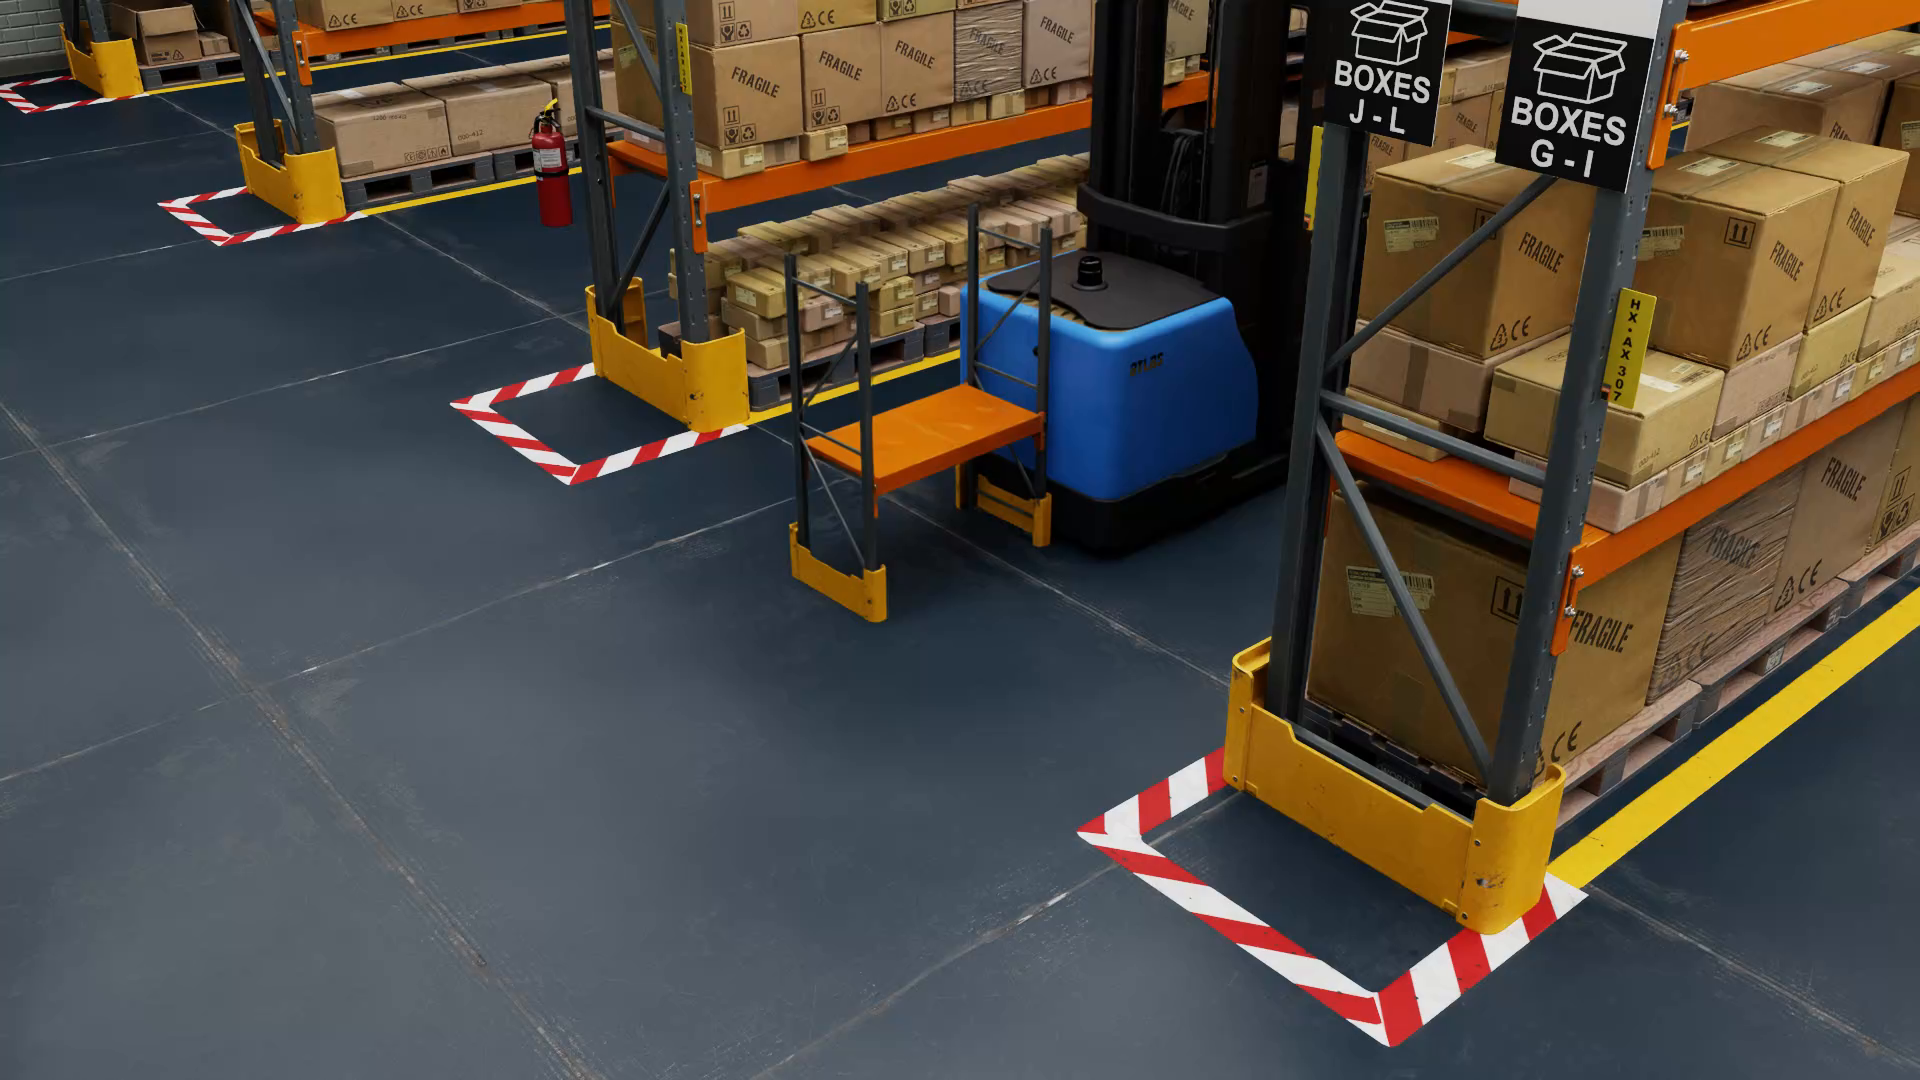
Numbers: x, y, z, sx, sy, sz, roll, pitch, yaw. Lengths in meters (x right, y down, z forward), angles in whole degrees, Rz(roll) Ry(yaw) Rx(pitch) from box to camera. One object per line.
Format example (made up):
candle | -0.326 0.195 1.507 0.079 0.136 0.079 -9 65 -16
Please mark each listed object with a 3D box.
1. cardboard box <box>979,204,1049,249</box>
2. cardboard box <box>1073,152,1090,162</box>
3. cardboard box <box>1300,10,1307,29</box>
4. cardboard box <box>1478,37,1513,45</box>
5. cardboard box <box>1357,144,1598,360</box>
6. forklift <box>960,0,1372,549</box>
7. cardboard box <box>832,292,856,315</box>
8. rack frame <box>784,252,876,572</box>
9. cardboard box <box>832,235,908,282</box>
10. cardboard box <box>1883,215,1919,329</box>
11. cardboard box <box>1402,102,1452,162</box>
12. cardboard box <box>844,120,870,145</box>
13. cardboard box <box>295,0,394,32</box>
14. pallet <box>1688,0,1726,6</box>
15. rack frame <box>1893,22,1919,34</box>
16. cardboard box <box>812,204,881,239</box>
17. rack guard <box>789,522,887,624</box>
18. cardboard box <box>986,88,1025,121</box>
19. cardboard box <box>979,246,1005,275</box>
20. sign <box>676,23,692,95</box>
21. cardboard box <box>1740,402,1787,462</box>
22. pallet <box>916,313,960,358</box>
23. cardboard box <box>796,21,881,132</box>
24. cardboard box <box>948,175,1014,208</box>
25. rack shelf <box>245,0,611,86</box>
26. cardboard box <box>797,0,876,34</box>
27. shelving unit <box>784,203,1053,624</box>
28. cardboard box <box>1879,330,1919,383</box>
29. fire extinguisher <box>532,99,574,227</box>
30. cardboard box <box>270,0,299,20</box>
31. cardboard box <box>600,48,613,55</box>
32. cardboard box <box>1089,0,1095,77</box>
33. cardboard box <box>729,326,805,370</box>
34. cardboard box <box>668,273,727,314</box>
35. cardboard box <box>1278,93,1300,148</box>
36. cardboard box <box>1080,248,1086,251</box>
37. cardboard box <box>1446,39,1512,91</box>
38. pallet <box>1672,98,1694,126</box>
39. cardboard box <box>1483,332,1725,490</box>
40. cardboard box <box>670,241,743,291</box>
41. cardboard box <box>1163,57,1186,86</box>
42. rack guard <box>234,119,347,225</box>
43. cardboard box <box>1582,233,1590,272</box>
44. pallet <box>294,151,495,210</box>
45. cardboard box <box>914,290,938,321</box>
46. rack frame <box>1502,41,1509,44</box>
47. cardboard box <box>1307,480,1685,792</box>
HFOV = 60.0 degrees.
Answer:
cardboard box | 0.321 -1.901 10.072 0.250 0.149 0.380 -23 36 -37
cardboard box | 0.971 -2.497 11.188 0.250 0.149 0.380 -20 34 -33
cardboard box | 2.173 -3.455 10.853 0.250 0.149 0.380 -21 35 -34
cardboard box | 4.932 -3.909 13.823 0.750 0.750 1.050 -22 35 -36
cardboard box | 1.667 -0.944 5.382 0.500 0.500 0.500 -21 35 -34
forklift | 1.410 -1.834 8.073 3.031 2.935 1.130 -24 36 -37
cardboard box | -0.736 -1.412 9.473 0.250 0.149 0.380 -21 35 -34
rack frame | -0.534 -0.415 6.936 0.032 1.500 0.500 -24 36 -37
cardboard box | -0.515 -1.607 9.523 0.250 0.149 0.380 -24 36 -37
cardboard box | 3.564 -1.049 6.374 0.500 0.250 0.500 -21 35 -34
cardboard box | 3.291 -3.024 12.433 0.500 0.500 0.500 -24 36 -37
cardboard box | -0.702 -2.269 9.080 0.250 0.149 0.380 -20 34 -33
cardboard box | -4.414 -3.946 11.846 0.500 0.500 0.500 -22 35 -35
pallet | 2.025 -1.819 4.883 1.213 0.211 1.003 -22 35 -35
rack frame | 4.510 -1.528 7.428 0.127 3.000 1.000 -22 35 -35
cardboard box | -0.688 -1.897 10.065 0.250 0.149 0.380 -20 34 -33
rack guard | -0.533 0.136 7.231 0.087 0.250 0.587 -24 36 -37
cardboard box | 0.160 -2.552 9.609 0.250 0.149 0.380 -21 35 -34
cardboard box | 0.061 -1.743 10.093 0.250 0.149 0.380 -20 34 -33
sign | -1.323 -2.301 7.956 0.005 0.325 0.100 -22 35 -35
cardboard box | 2.538 -0.422 5.624 0.250 0.149 0.380 -23 35 -36
pallet | -0.049 -1.515 10.360 1.213 0.211 1.003 -22 35 -35
cardboard box | -0.764 -2.501 8.825 0.500 0.500 0.500 -22 35 -35
cardboard box | 0.132 -2.202 10.637 0.250 0.149 0.380 -21 35 -34
rack shelf | -3.444 -4.153 13.101 4.000 0.370 1.077 -22 35 -35
cardboard box | -0.782 -2.929 8.566 0.500 0.500 0.500 -21 34 -34
shelving unit | -0.167 -0.575 7.234 1.083 1.500 0.587 -24 36 -37
cardboard box | 3.319 -0.736 6.212 0.250 0.149 0.380 -21 35 -34
fire extinguisher | -2.166 -2.004 8.795 0.183 0.674 0.296 -22 35 -35
cardboard box | -4.770 -4.145 12.217 0.500 0.500 0.500 -22 35 -35
cardboard box | -2.469 -3.983 14.294 0.875 0.438 0.875 -22 35 -36
cardboard box | 0.787 -3.105 9.957 0.500 0.500 0.500 -23 36 -36
cardboard box | -1.069 -1.088 9.182 0.250 0.149 0.380 -21 35 -34
cardboard box | -1.459 -1.437 9.520 0.250 0.149 0.380 -23 36 -36
cardboard box | 2.101 -2.883 11.373 0.500 0.250 0.500 -24 36 -37
cardboard box | 0.600 -1.833 10.577 0.250 0.149 0.380 -23 36 -36
cardboard box | 4.061 -3.672 12.849 0.500 0.250 0.500 -23 36 -36
pallet | 5.987 -3.917 14.856 1.213 0.211 1.003 -22 35 -35
cardboard box | 2.007 -0.420 5.197 0.500 0.250 0.500 -23 36 -36
cardboard box | -1.437 -1.557 9.429 0.250 0.149 0.380 -21 35 -34
cardboard box | 1.177 -2.938 10.331 0.250 0.149 0.380 -23 36 -36
rack guard | -4.983 -2.748 12.362 0.348 0.500 1.175 -22 35 -35
cardboard box | 2.437 -0.924 6.140 0.500 0.250 0.500 -23 36 -37
pallet | -4.408 -2.901 12.954 1.213 0.211 1.003 -22 35 -35
cardboard box | -0.341 -1.427 9.816 0.250 0.149 0.380 -22 35 -35
rack frame | 4.411 -4.562 13.103 0.127 3.000 1.000 -22 35 -35
cardboard box | 1.902 0.223 5.960 0.875 0.875 0.875 -22 35 -35
